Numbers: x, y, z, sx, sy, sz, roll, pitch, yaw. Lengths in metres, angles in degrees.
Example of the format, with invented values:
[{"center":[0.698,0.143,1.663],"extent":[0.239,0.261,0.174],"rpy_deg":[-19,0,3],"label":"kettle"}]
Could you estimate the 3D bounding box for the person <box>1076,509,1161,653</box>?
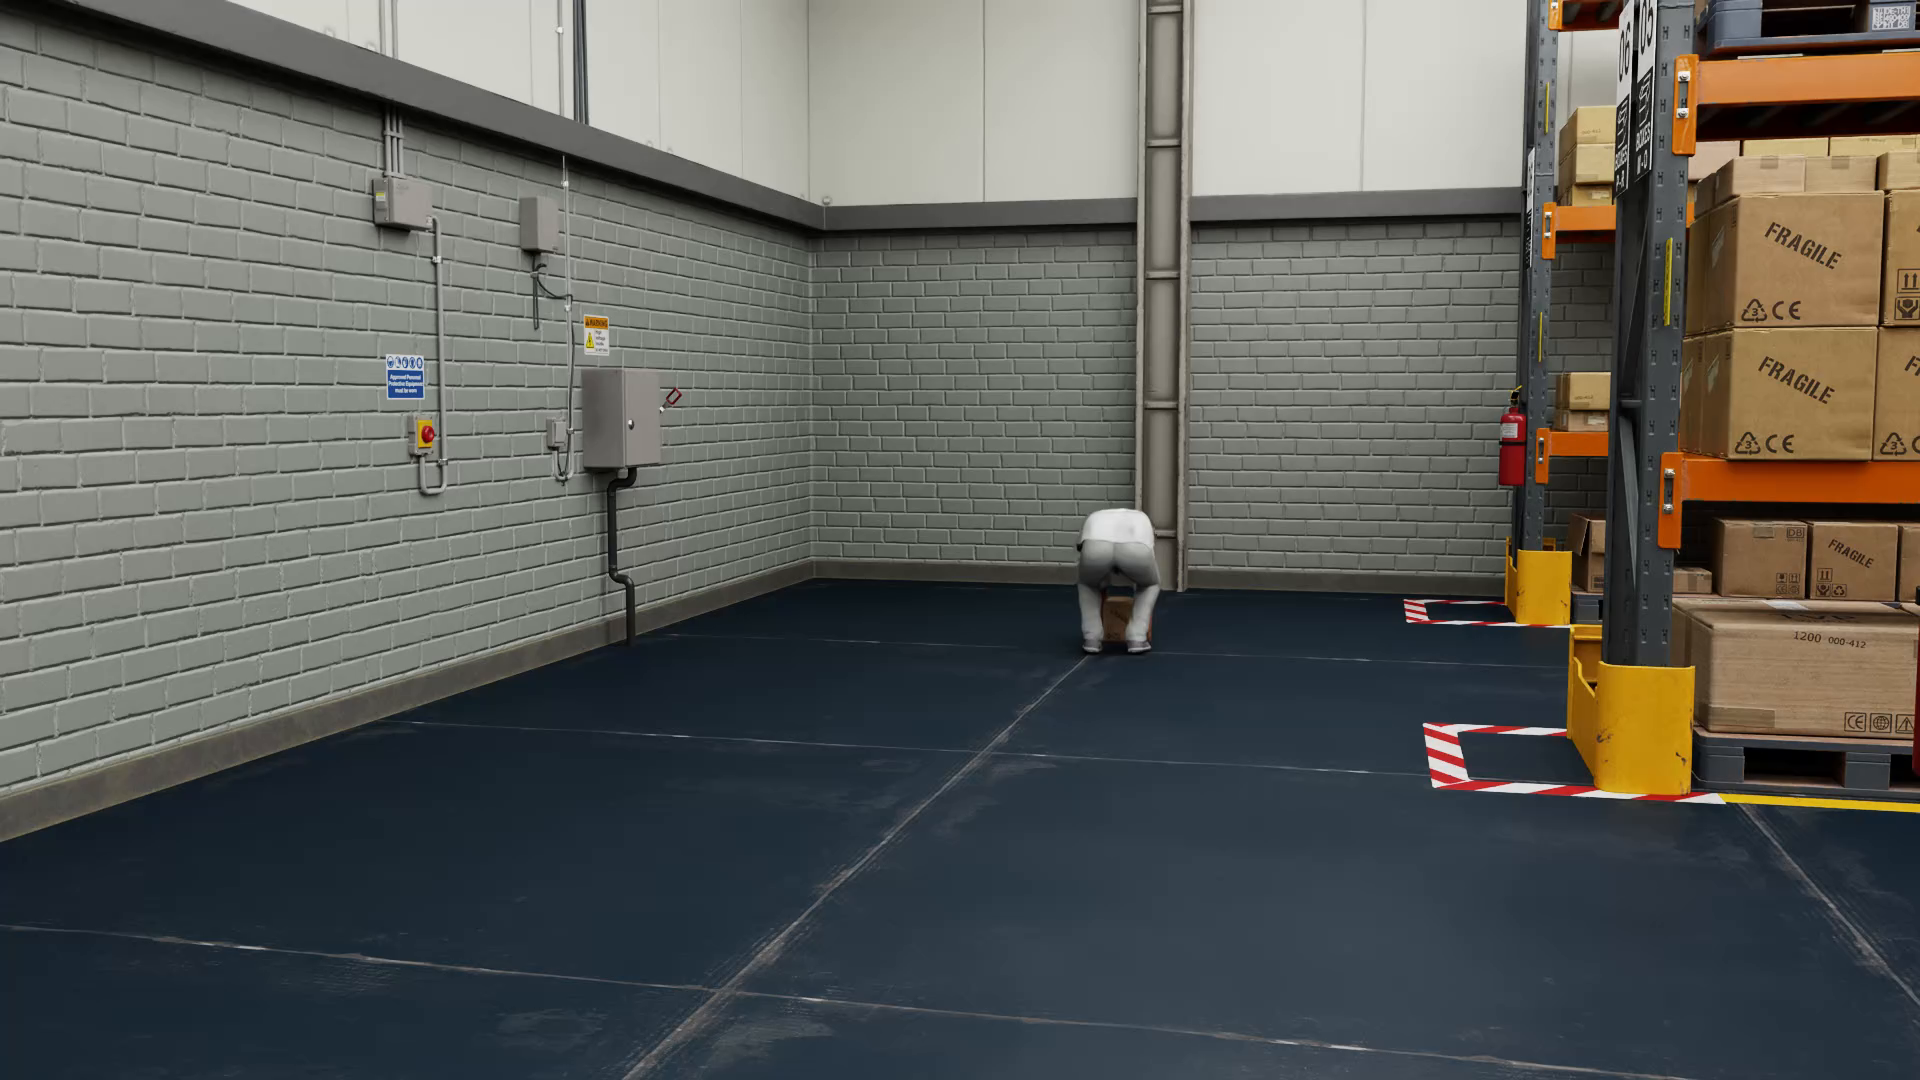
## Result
[{"center":[0.969,0.235,10.158],"extent":[0.514,0.874,0.938],"rpy_deg":[1,5,11],"label":"person"}]
